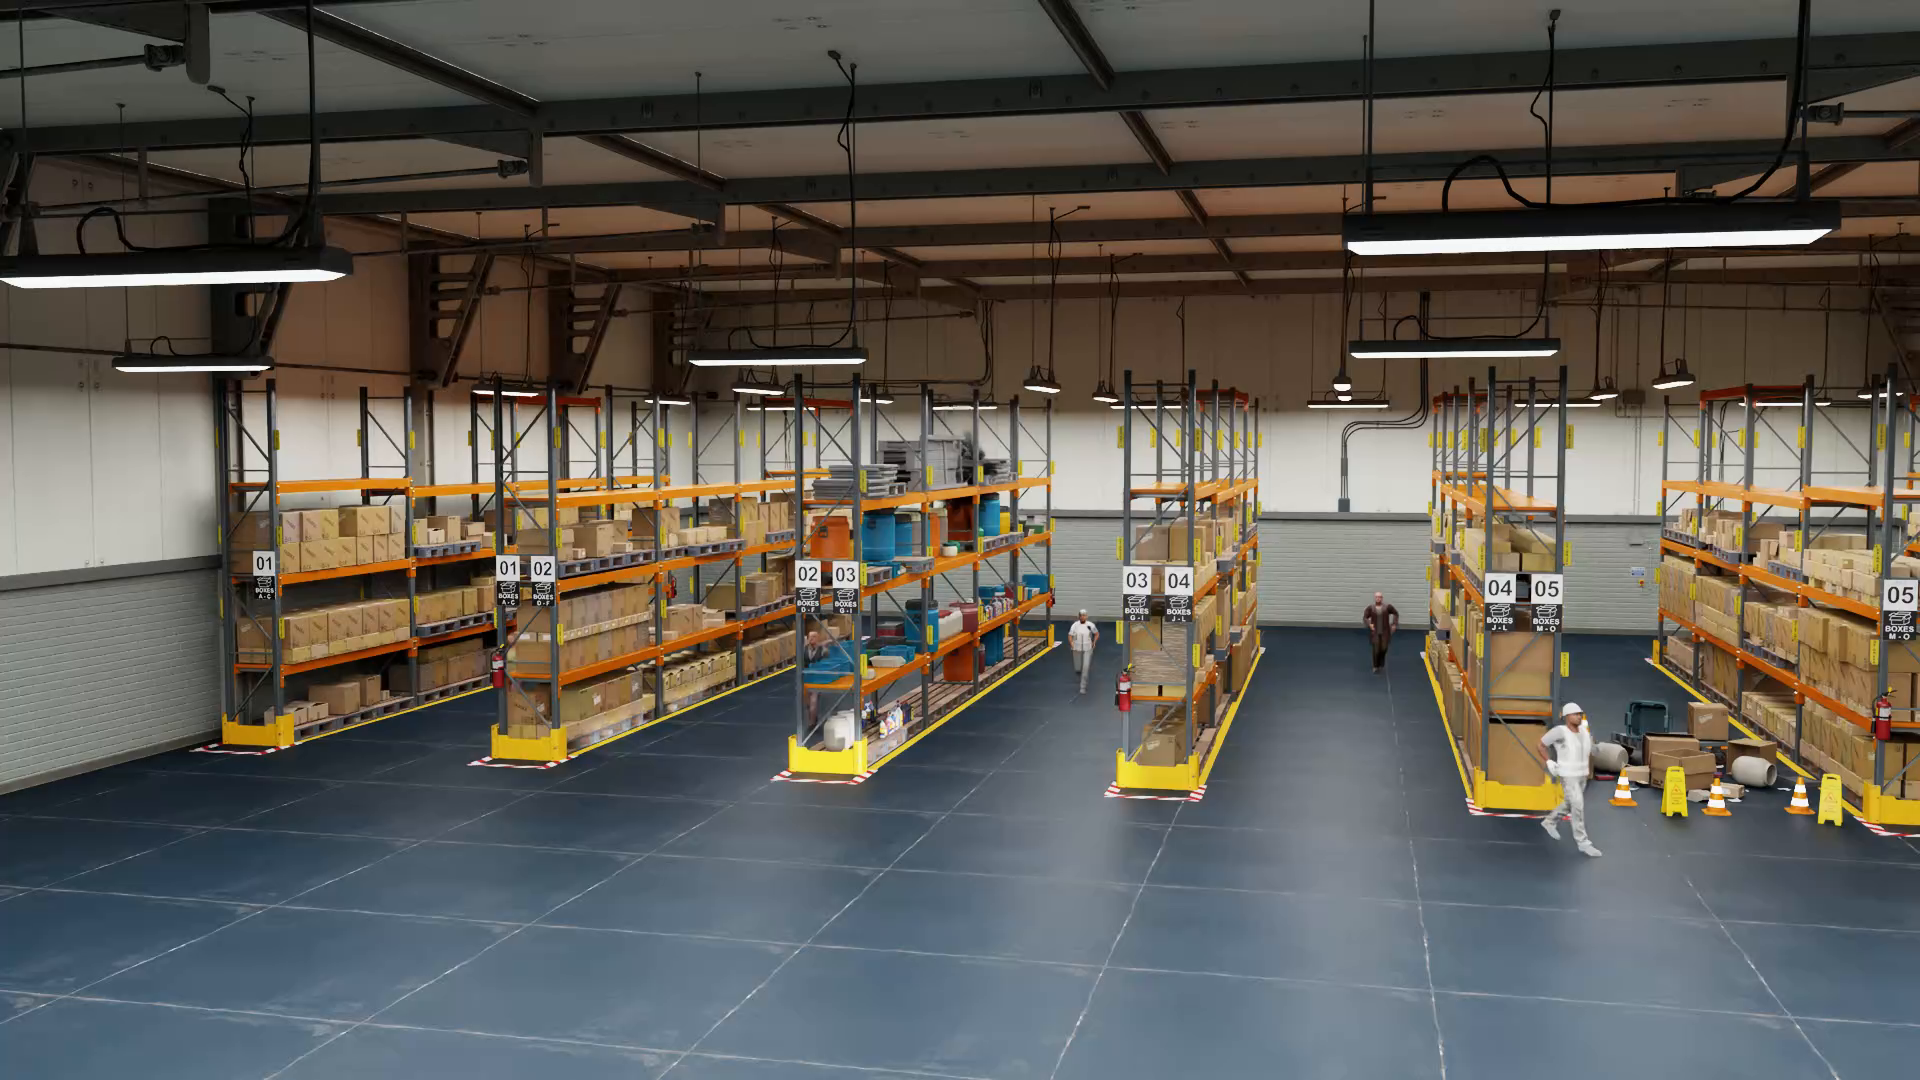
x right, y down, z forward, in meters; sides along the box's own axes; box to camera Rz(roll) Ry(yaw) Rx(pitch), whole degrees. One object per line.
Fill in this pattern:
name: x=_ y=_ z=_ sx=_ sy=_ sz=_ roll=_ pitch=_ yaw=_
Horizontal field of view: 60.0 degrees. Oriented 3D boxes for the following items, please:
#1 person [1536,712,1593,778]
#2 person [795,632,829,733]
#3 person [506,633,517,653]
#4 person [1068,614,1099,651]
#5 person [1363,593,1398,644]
person: x=7.464 y=2.487 z=20.169 sx=0.682 sy=0.770 sz=0.648 roll=-2 pitch=4 yaw=-31
person: x=-2.535 y=2.433 z=28.763 sx=0.665 sy=1.713 sz=0.821 roll=1 pitch=3 yaw=10
person: x=-7.868 y=2.436 z=29.207 sx=0.578 sy=1.619 sz=0.569 roll=1 pitch=3 yaw=10
person: x=2.456 y=1.801 z=33.142 sx=0.616 sy=0.785 sz=0.469 roll=0 pitch=3 yaw=8
person: x=9.011 y=1.700 z=35.662 sx=0.737 sy=1.138 sz=0.629 roll=1 pitch=4 yaw=17
